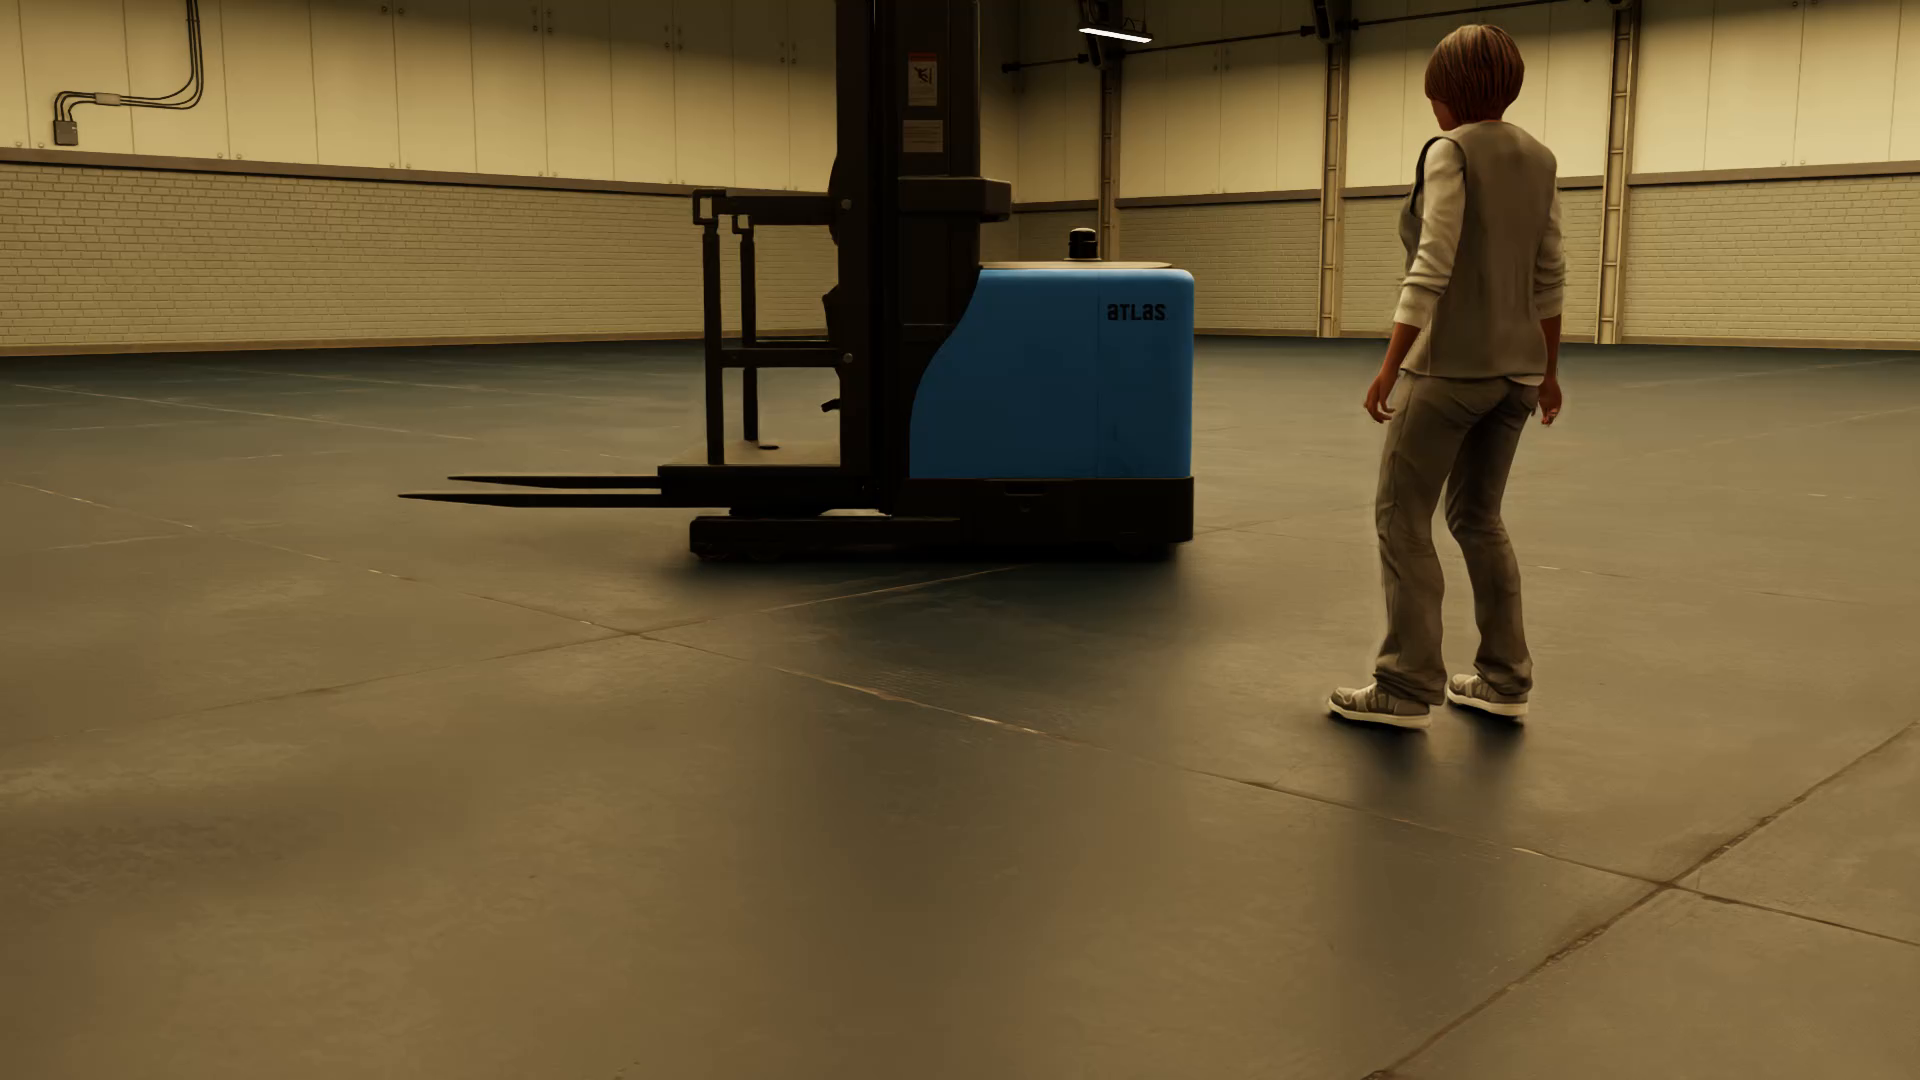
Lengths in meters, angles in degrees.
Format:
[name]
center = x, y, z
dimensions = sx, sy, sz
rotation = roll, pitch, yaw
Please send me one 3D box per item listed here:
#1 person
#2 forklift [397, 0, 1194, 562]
[person]
center = 1.152, -0.370, 3.839
dimensions = 0.560, 1.589, 0.345
rotation = -6, 10, -33
[forklift]
center = -0.636, -1.447, 6.485
dimensions = 3.031, 2.935, 1.130
rotation = 0, 9, 0
